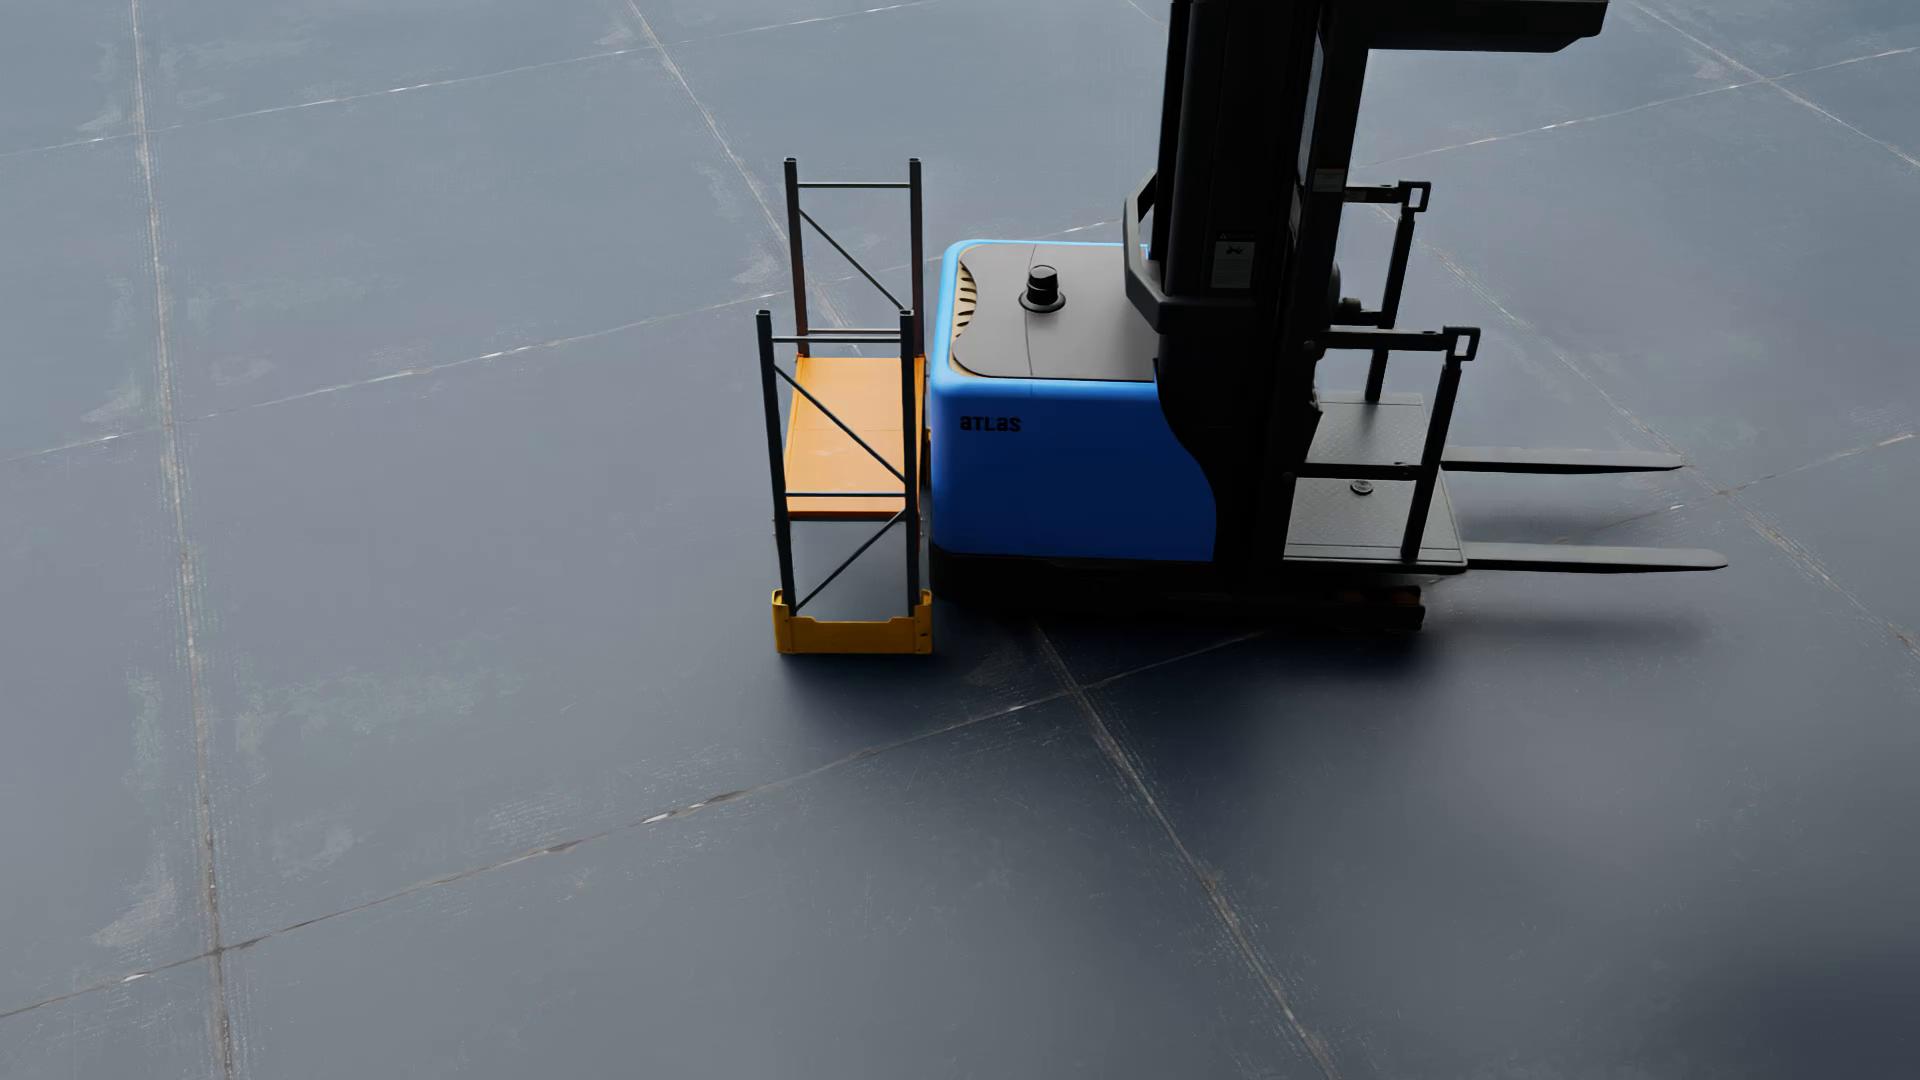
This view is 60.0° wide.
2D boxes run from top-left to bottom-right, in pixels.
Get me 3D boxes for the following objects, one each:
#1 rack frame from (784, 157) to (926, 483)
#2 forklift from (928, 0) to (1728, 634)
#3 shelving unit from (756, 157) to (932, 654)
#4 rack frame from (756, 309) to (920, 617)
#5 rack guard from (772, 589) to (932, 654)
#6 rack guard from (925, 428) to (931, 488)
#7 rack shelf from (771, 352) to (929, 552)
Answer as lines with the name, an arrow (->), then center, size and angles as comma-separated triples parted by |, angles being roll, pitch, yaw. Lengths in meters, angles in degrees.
rack frame -> -0.392, -0.819, 6.552 | 0.500, 1.500, 0.032 | 0, 41, 0
forklift -> 1.415, -1.112, 5.795 | 3.031, 2.935, 1.130 | 2, 41, 2
shelving unit -> -0.395, -0.493, 6.174 | 0.587, 1.500, 1.083 | 0, 41, 0
rack frame -> -0.398, -0.156, 5.781 | 0.500, 1.500, 0.032 | 0, 41, 0
rack guard -> -0.398, 0.305, 6.203 | 0.587, 0.250, 0.087 | 0, 41, 0
rack guard -> -0.392, -0.344, 6.959 | 0.587, 0.250, 0.087 | 0, 41, 0
rack shelf -> -0.395, -0.351, 6.284 | 0.538, 0.185, 1.000 | 0, 41, 0
